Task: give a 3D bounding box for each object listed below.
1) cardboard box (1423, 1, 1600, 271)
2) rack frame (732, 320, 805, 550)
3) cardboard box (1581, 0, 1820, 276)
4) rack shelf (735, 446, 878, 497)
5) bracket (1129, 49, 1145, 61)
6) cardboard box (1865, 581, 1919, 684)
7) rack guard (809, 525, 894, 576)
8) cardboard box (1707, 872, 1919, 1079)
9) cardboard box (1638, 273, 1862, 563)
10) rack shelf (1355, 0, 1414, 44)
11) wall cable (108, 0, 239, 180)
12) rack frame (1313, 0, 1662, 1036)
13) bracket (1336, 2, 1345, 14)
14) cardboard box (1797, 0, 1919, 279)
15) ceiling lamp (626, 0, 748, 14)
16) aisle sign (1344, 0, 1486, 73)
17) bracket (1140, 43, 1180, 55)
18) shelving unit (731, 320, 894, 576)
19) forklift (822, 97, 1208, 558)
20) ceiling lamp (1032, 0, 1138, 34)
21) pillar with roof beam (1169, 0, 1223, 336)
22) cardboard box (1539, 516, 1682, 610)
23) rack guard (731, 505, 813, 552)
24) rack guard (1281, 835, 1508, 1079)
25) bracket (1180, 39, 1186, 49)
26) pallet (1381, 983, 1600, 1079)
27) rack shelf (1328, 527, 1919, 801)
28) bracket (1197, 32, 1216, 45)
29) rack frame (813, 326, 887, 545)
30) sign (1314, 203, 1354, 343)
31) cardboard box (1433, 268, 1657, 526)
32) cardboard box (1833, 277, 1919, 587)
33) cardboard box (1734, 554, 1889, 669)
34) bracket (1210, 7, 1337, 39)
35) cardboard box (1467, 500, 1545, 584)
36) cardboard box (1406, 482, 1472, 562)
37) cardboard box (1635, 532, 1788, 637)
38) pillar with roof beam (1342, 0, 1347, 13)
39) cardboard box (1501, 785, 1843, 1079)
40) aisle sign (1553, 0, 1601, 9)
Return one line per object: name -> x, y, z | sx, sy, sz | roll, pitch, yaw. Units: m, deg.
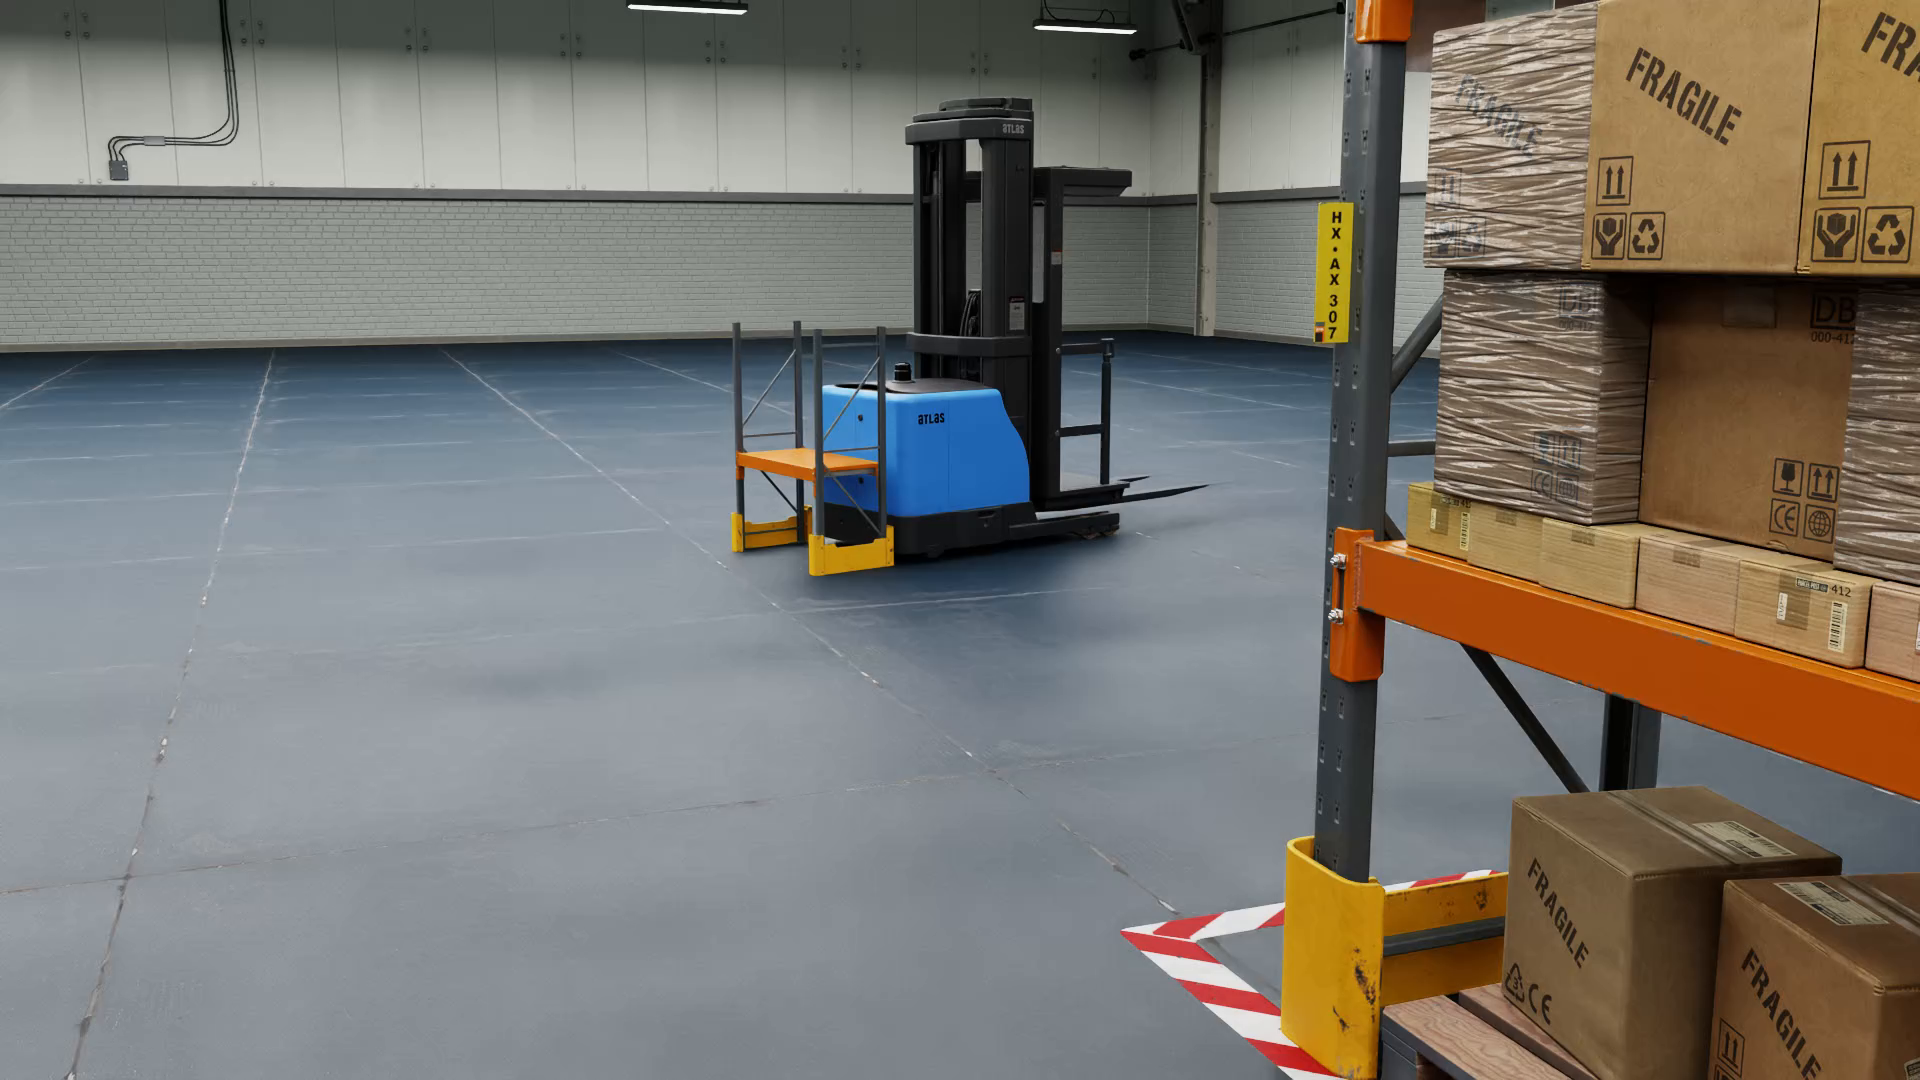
cardboard box -> 1.335, -0.818, 3.466 | 0.500, 0.500, 0.500 | -4, 11, -21
rack frame -> -1.267, -0.696, 11.052 | 0.500, 1.500, 0.032 | -7, 12, -35
cardboard box -> 1.510, -0.736, 3.005 | 0.500, 0.500, 0.500 | -4, 11, -21
rack shelf -> -0.969, -0.447, 10.678 | 0.538, 0.185, 1.000 | -7, 12, -35
bracket -> 4.088, -11.176, 38.276 | 0.235, 0.232, 0.430 | -4, 11, -21
cardboard box -> 1.730, 0.151, 2.721 | 0.380, 0.149, 0.250 | -4, 11, -21
rack guard -> -0.672, 0.063, 10.352 | 0.587, 0.250, 0.087 | -7, 12, -35
cardboard box -> 1.849, 0.985, 3.257 | 0.500, 0.500, 0.500 | -1, 10, -6
cardboard box -> 1.856, -0.268, 3.225 | 0.875, 0.500, 0.500 | -4, 11, -21
rack shelf -> 2.114, -1.034, 2.156 | 1.077, 0.370, 4.000 | -4, 11, -21
wall cable -> -14.912, -9.812, 31.173 | 2.305, 6.003, 0.169 | -4, 11, -21
rack frame -> 1.390, -0.238, 4.190 | 1.000, 3.000, 0.127 | -4, 11, -21
bracket -> 7.121, -9.810, 30.595 | 0.235, 0.232, 0.430 | -4, 11, -21
cardboard box -> 1.692, -0.655, 2.547 | 0.500, 0.500, 0.500 | -4, 11, -21
ceiling lamp -> -4.636, -10.434, 27.716 | 2.000, 3.185, 0.800 | -4, 11, -21
aisle sign -> 1.087, -1.509, 3.913 | 0.394, 0.787, 0.004 | -4, 11, -21
bracket -> 4.302, -11.079, 37.734 | 0.076, 0.066, 3.189 | -4, 11, -21
shelving unit -> -0.964, -0.623, 10.639 | 0.587, 1.500, 1.083 | -7, 12, -35
forklift -> 0.486, -1.513, 11.558 | 3.031, 2.935, 1.130 | -8, 13, -39
ceiling lamp -> 2.205, -10.900, 30.335 | 2.000, 3.185, 0.800 | -4, 11, -21
pillar with roof beam -> 1.416, -8.698, 34.626 | 9.100, 9.000, 0.548 | -4, 11, -21
cardboard box -> 1.420, 0.032, 3.395 | 0.380, 0.149, 0.250 | -4, 11, -21
rack guard -> -1.256, -0.078, 11.146 | 0.587, 0.250, 0.087 | -7, 12, -35
rack guard -> 1.417, 1.006, 4.340 | 1.175, 0.500, 0.348 | -4, 11, -21
bracket -> 4.947, -10.789, 36.101 | 0.235, 0.232, 0.430 | -4, 11, -21
pallet -> 1.679, 1.283, 3.607 | 1.003, 0.211, 1.213 | -4, 11, -21
rack shelf -> 2.114, 0.443, 2.418 | 1.077, 0.370, 4.000 | -4, 11, -21
bracket -> 5.248, -10.654, 35.339 | 0.235, 0.232, 0.430 | -4, 11, -21
rack frame -> -0.672, -0.552, 10.241 | 0.500, 1.500, 0.032 | -7, 12, -35
sign -> 0.884, -0.629, 3.921 | 0.100, 0.325, 0.005 | -4, 11, -21
cardboard box -> 1.563, -0.342, 3.641 | 0.875, 0.500, 0.500 | -4, 11, -21
cardboard box -> 1.997, -0.183, 2.751 | 0.875, 0.500, 0.500 | -4, 11, -21
cardboard box -> 1.614, 0.112, 2.941 | 0.380, 0.149, 0.250 | -4, 11, -21
bracket -> 6.181, -10.233, 32.975 | 0.076, 0.066, 4.783 | -4, 11, -21
cardboard box -> 1.343, -0.010, 3.630 | 0.380, 0.149, 0.250 | -4, 11, -21
cardboard box -> 1.271, -0.052, 3.866 | 0.380, 0.149, 0.250 | -4, 11, -21
cardboard box -> 1.530, 0.071, 3.173 | 0.380, 0.149, 0.250 | -4, 11, -21
pillar with roof beam -> 3.590, -7.719, 29.120 | 9.100, 9.000, 0.548 | -4, 11, -21
cardboard box -> 1.600, 0.889, 3.794 | 0.500, 0.500, 0.500 | -2, 10, -10
aisle sign -> 1.647, -1.547, 4.127 | 0.394, 0.787, 0.004 | -4, 11, -21
